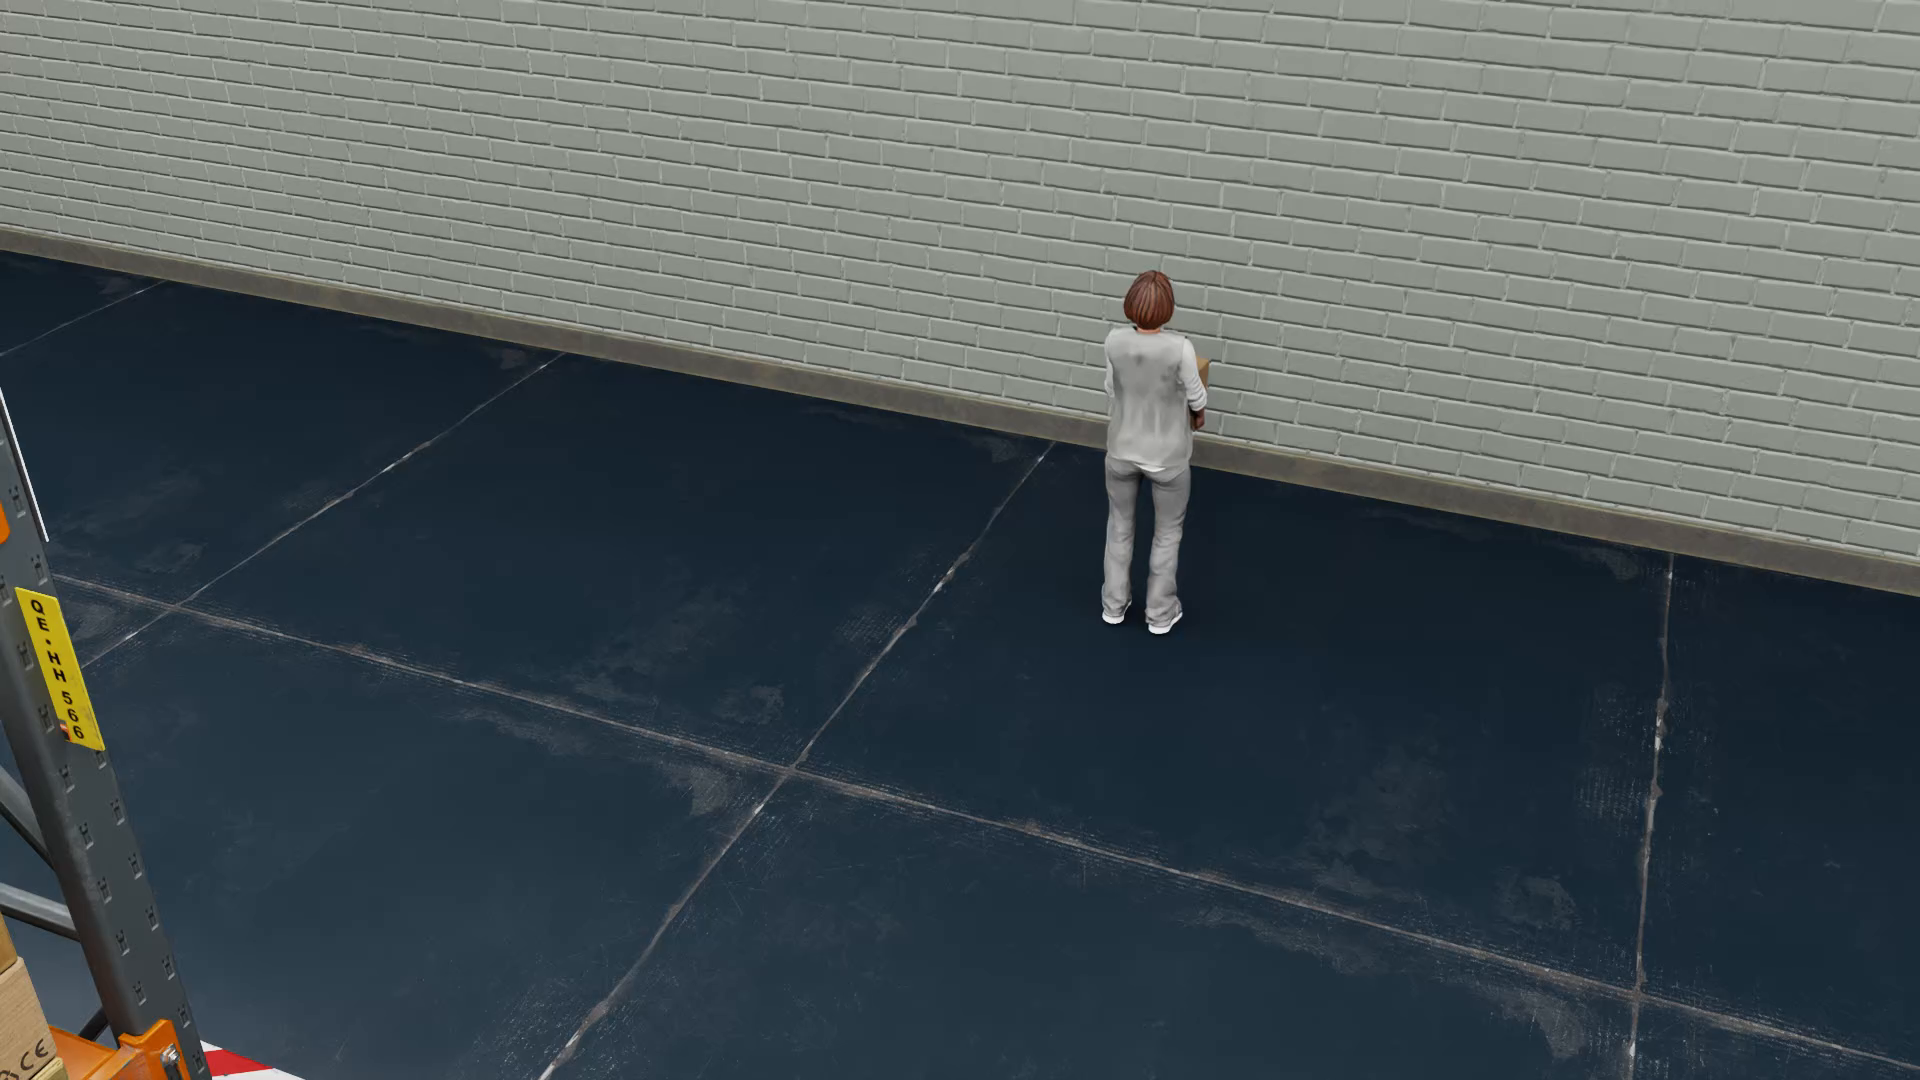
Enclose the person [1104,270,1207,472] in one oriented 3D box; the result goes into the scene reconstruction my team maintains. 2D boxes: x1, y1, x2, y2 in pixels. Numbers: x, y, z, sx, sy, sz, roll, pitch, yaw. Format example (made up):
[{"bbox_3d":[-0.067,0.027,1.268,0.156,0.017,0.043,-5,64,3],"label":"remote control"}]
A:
[{"bbox_3d":[0.790,-0.733,6.605,0.412,0.790,0.488,11,32,19],"label":"person"}]
